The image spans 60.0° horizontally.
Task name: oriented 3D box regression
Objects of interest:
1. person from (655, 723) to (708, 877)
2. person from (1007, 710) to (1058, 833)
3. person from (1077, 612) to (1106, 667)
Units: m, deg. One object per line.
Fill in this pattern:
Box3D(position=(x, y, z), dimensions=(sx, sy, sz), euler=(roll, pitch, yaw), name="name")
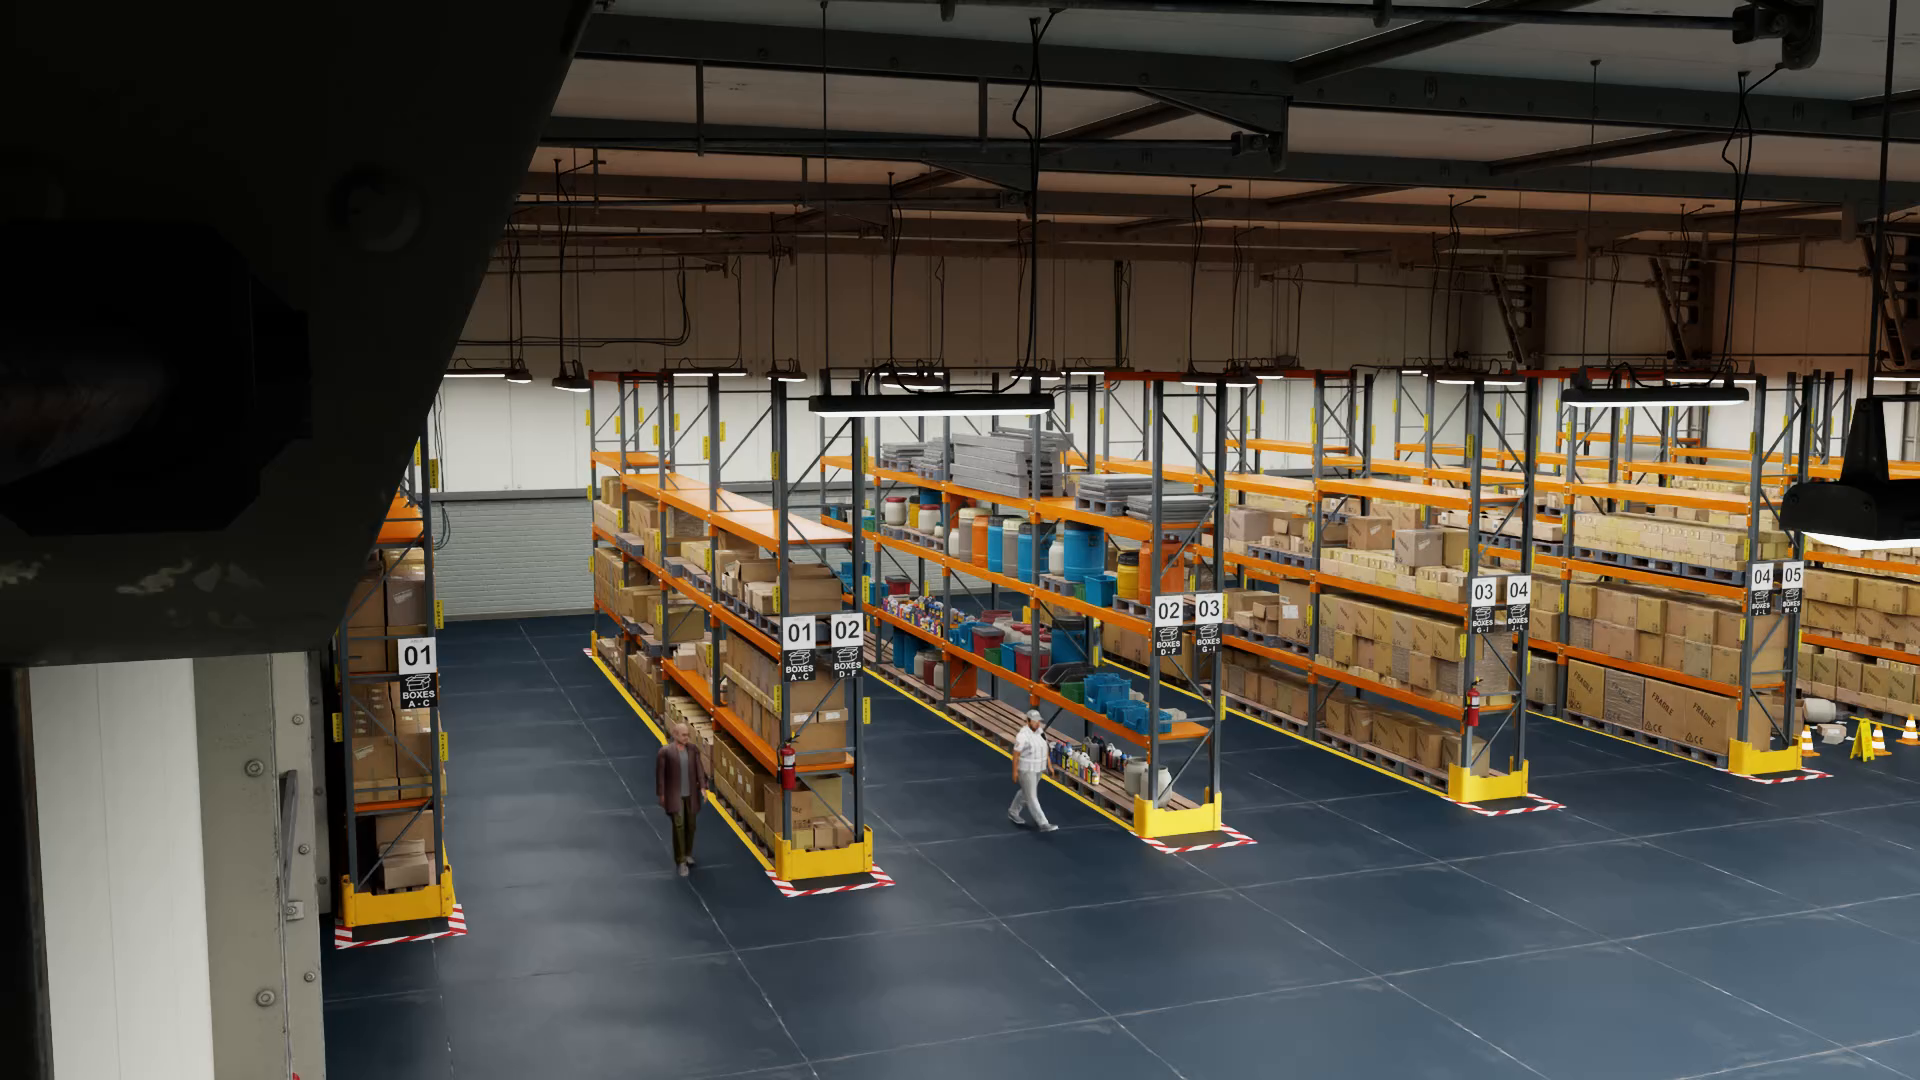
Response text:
Box3D(position=(-3.380, 3.187, 20.509), dimensions=(0.593, 1.808, 0.732), euler=(-4, 8, -33), name="person")
Box3D(position=(0.999, 3.052, 22.077), dimensions=(1.042, 1.600, 0.531), euler=(5, 8, 39), name="person")
Box3D(position=(2.531, 1.639, 32.469), dimensions=(0.594, 1.670, 0.618), euler=(-2, 7, -20), name="person")
